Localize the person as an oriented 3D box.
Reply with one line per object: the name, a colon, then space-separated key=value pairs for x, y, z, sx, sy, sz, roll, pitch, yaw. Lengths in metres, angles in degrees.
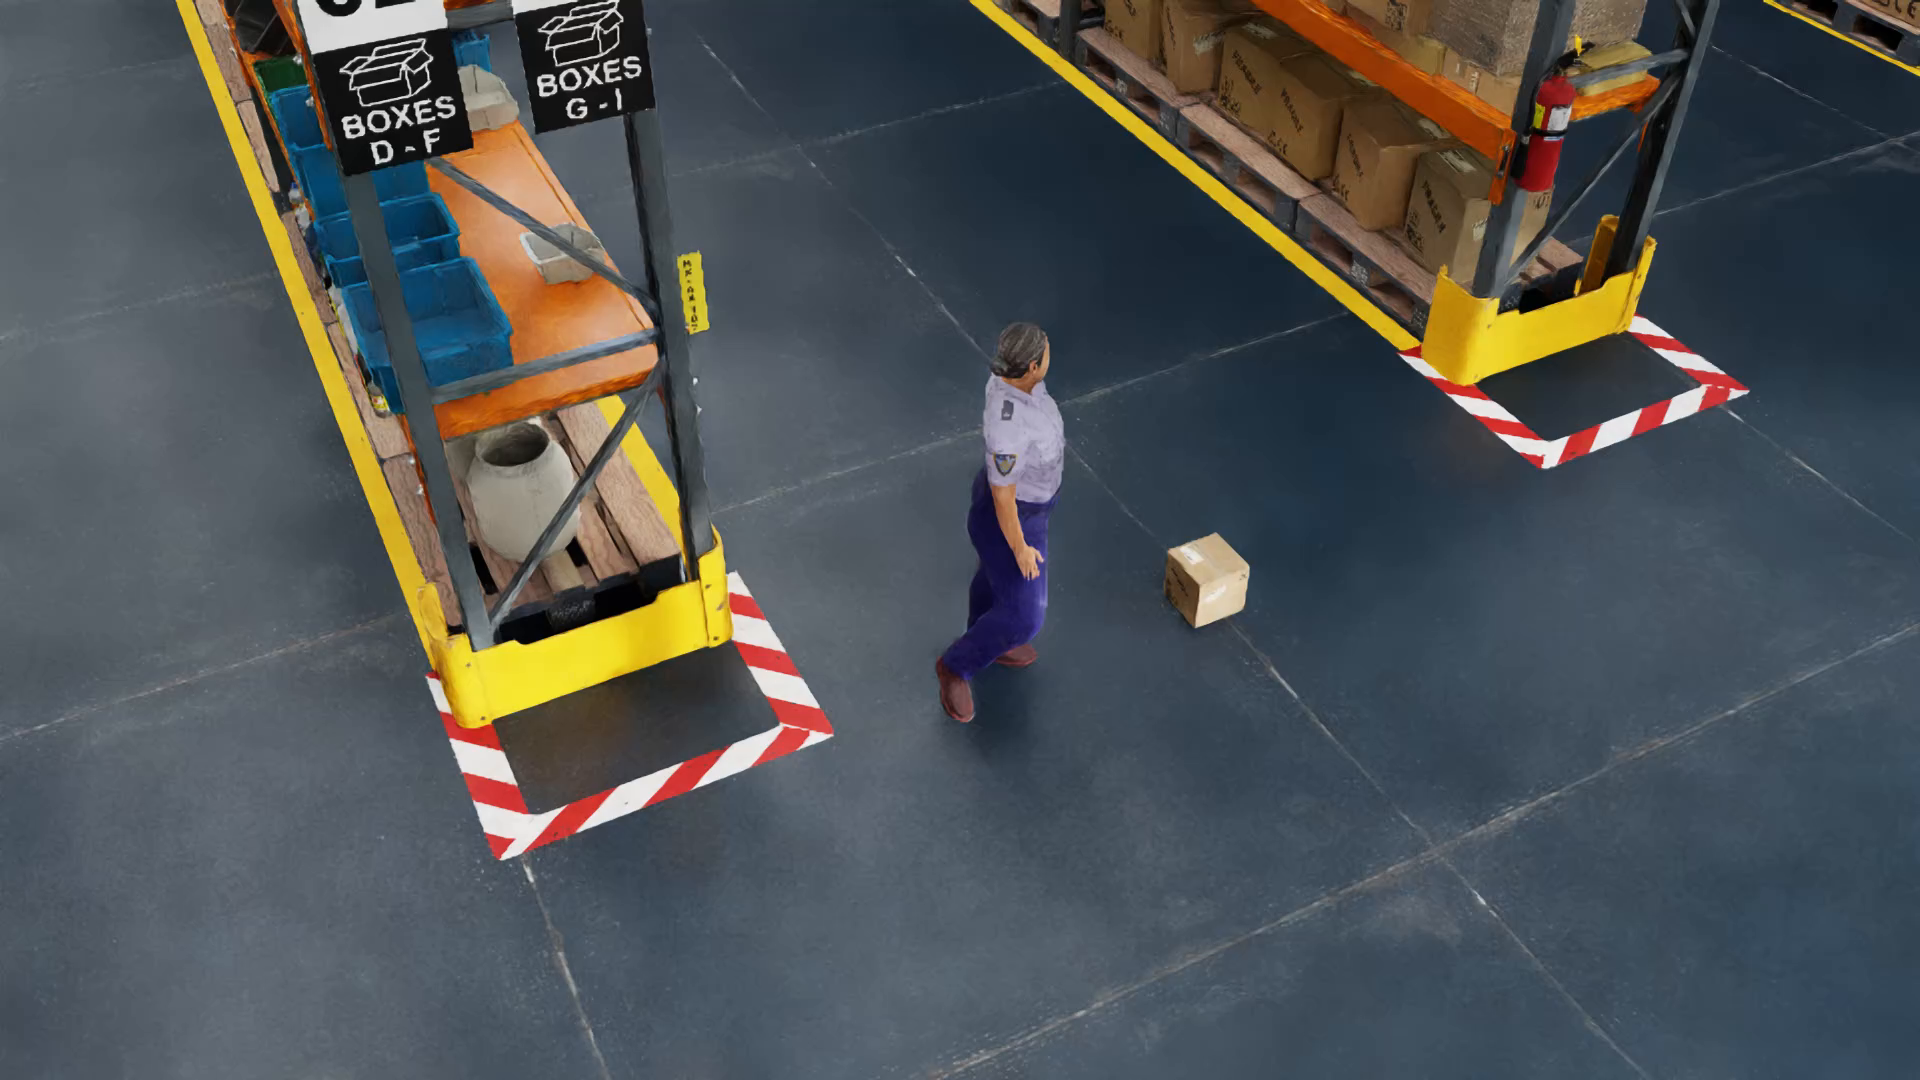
person: x=0.144 y=-0.068 z=6.223 sx=0.458 sy=1.642 sz=0.665 roll=5 pitch=42 yaw=6
